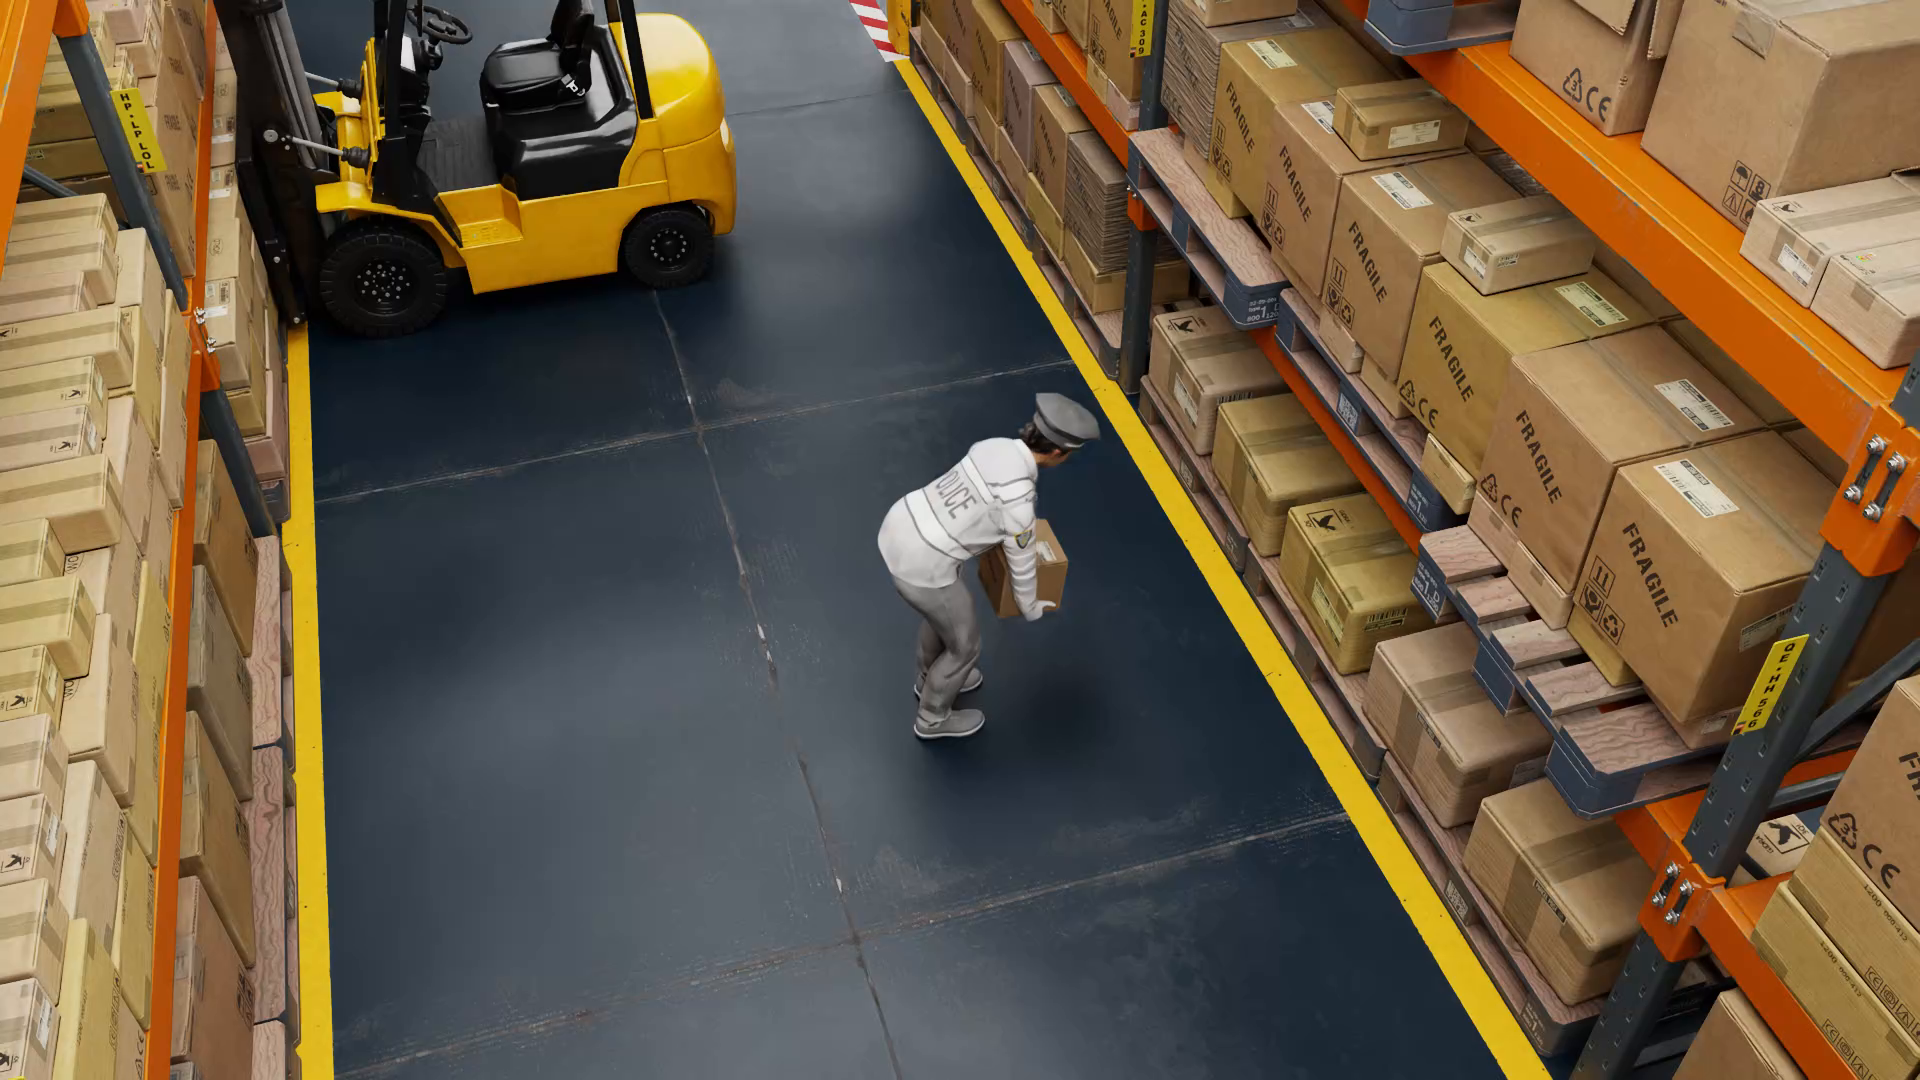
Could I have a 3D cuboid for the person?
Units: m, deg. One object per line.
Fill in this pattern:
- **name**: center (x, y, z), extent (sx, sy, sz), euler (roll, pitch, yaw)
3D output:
- **person**: center (0.104, 0.103, 6.230), extent (0.814, 1.427, 0.407), euler (-13, 44, -14)
